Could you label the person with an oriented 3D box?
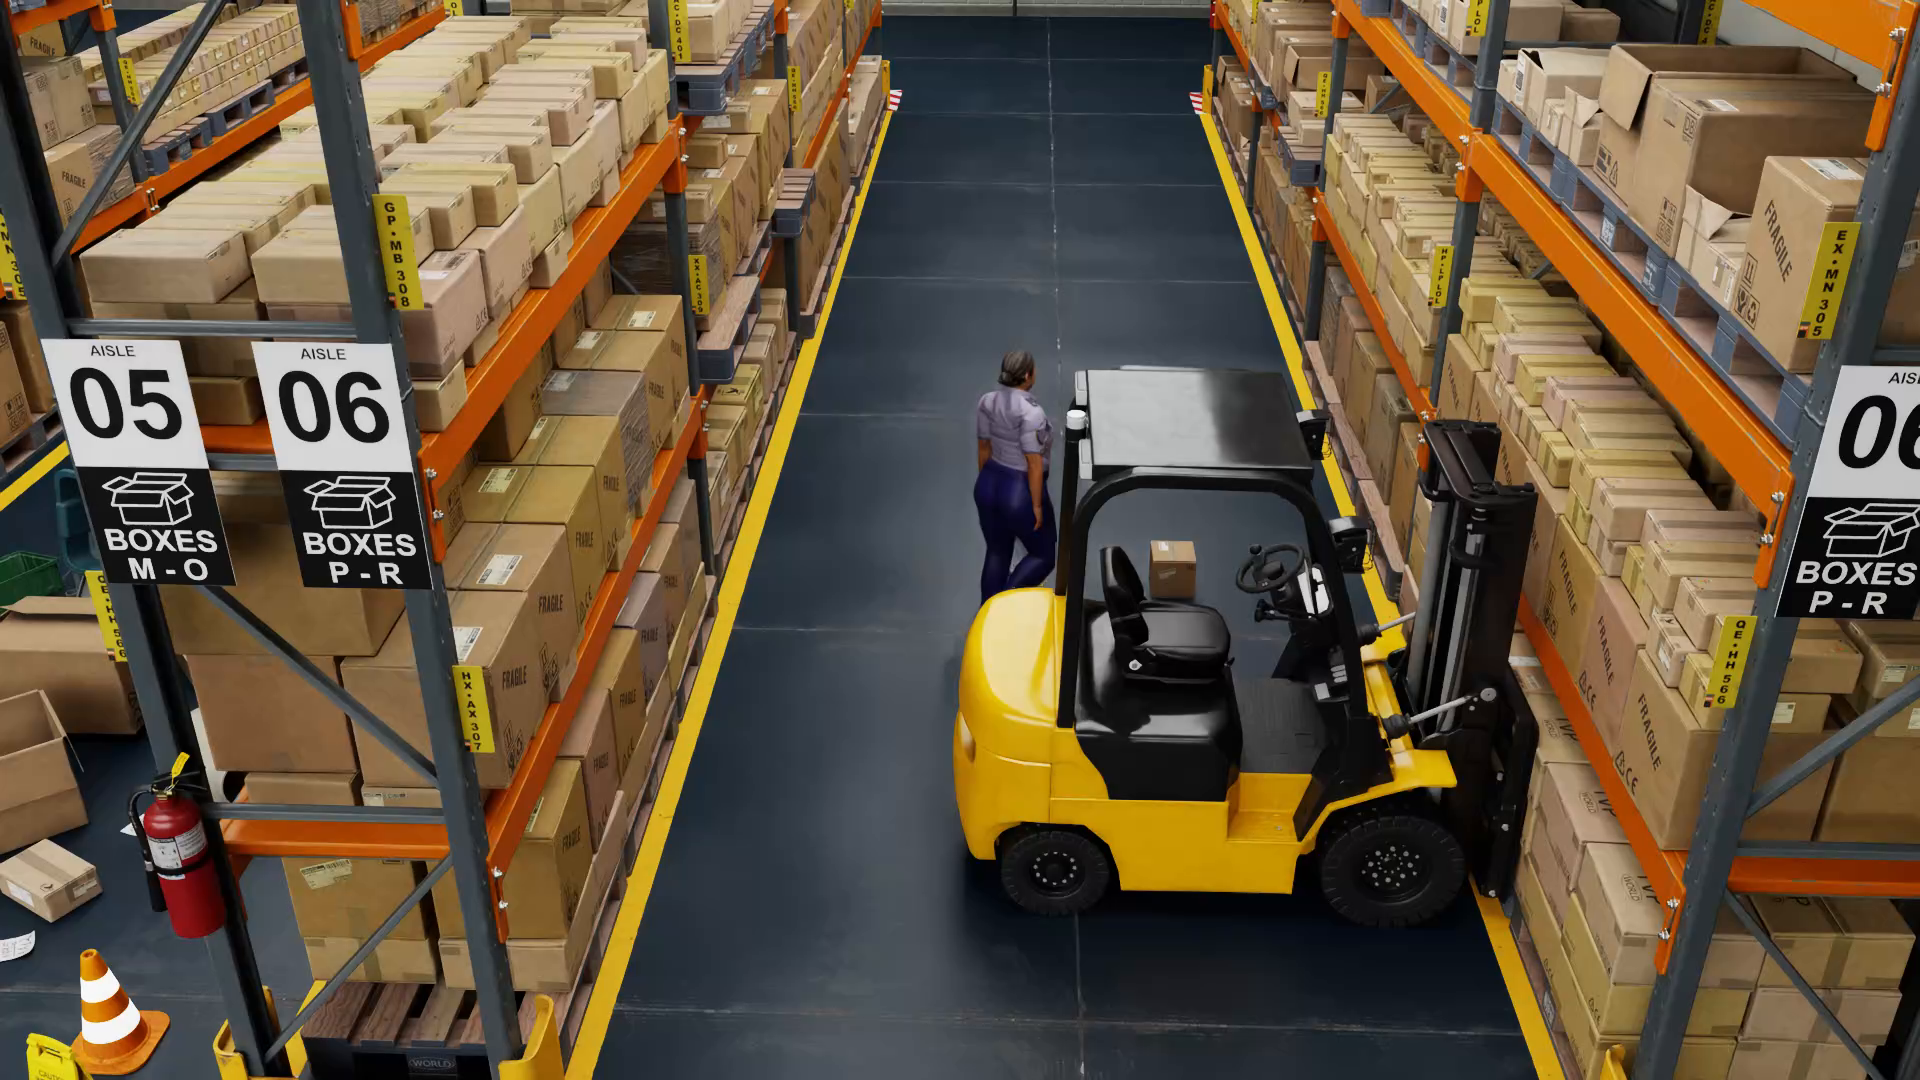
[{"bbox_3d":[0.262,-0.226,9.040,0.522,1.644,0.477,24,36,38],"label":"person"}]
